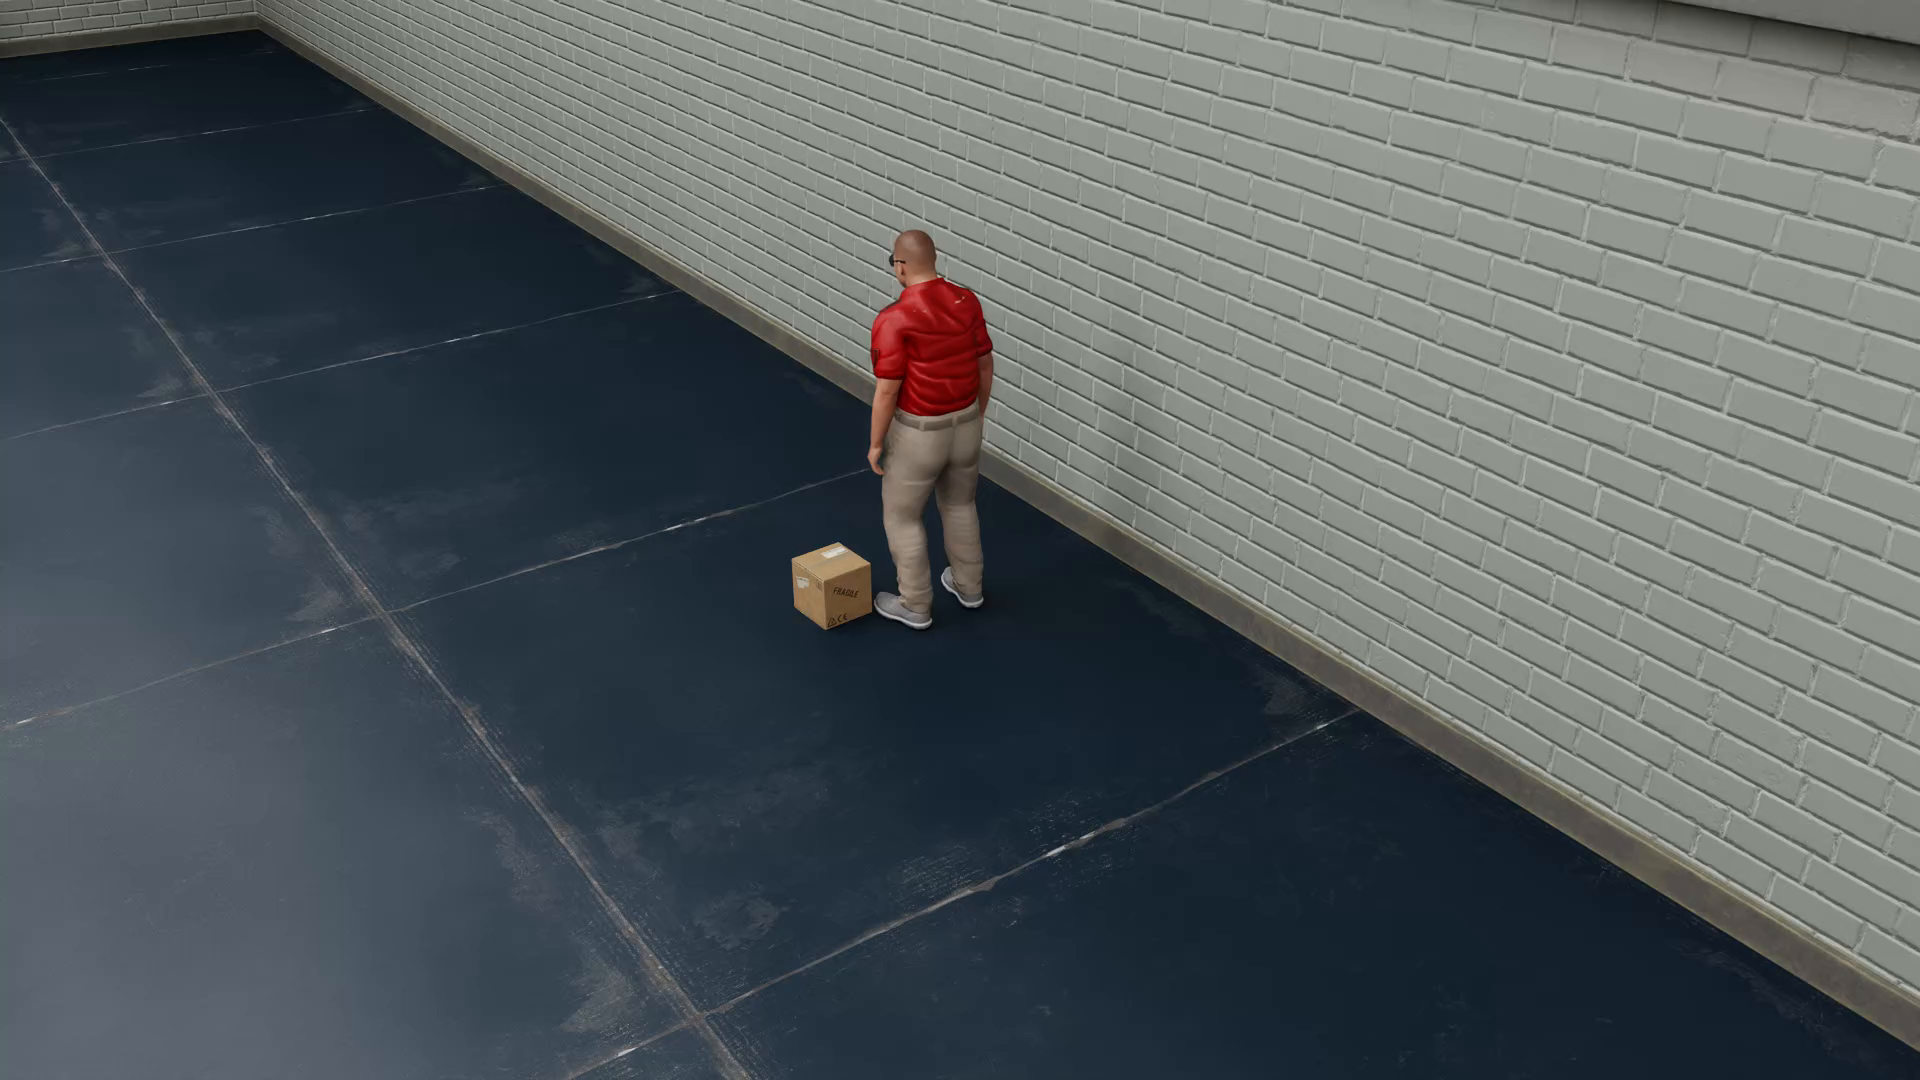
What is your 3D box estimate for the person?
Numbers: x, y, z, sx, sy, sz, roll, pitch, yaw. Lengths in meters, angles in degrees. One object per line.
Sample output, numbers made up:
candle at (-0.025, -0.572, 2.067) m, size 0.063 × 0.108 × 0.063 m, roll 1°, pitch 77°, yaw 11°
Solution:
person at (-0.131, -0.452, 6.974) m, size 0.585 × 1.726 × 0.396 m, roll -19°, pitch 34°, yaw -31°
